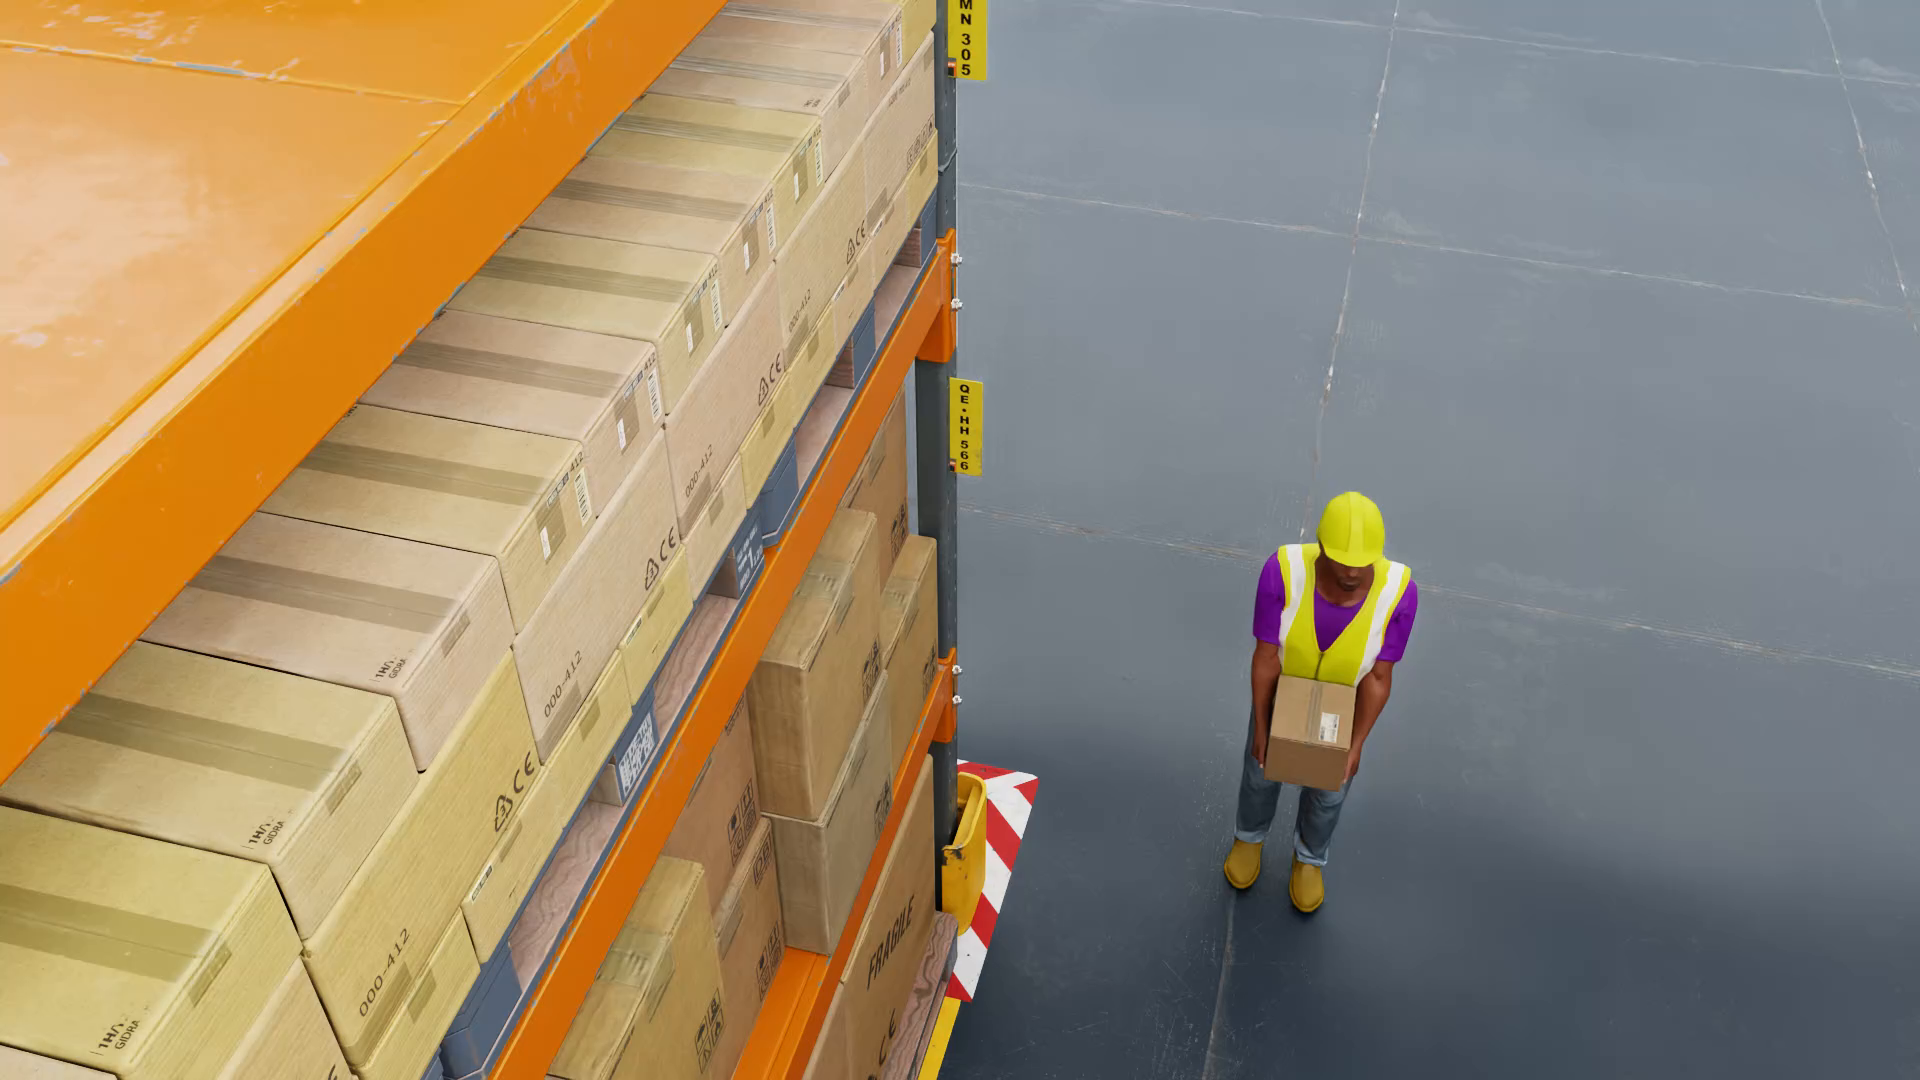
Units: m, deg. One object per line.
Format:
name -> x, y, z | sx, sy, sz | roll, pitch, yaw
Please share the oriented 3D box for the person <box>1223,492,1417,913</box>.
person -> 1.195, 0.598, 5.615 | 0.505, 1.762, 0.566 | 9, 42, 11
